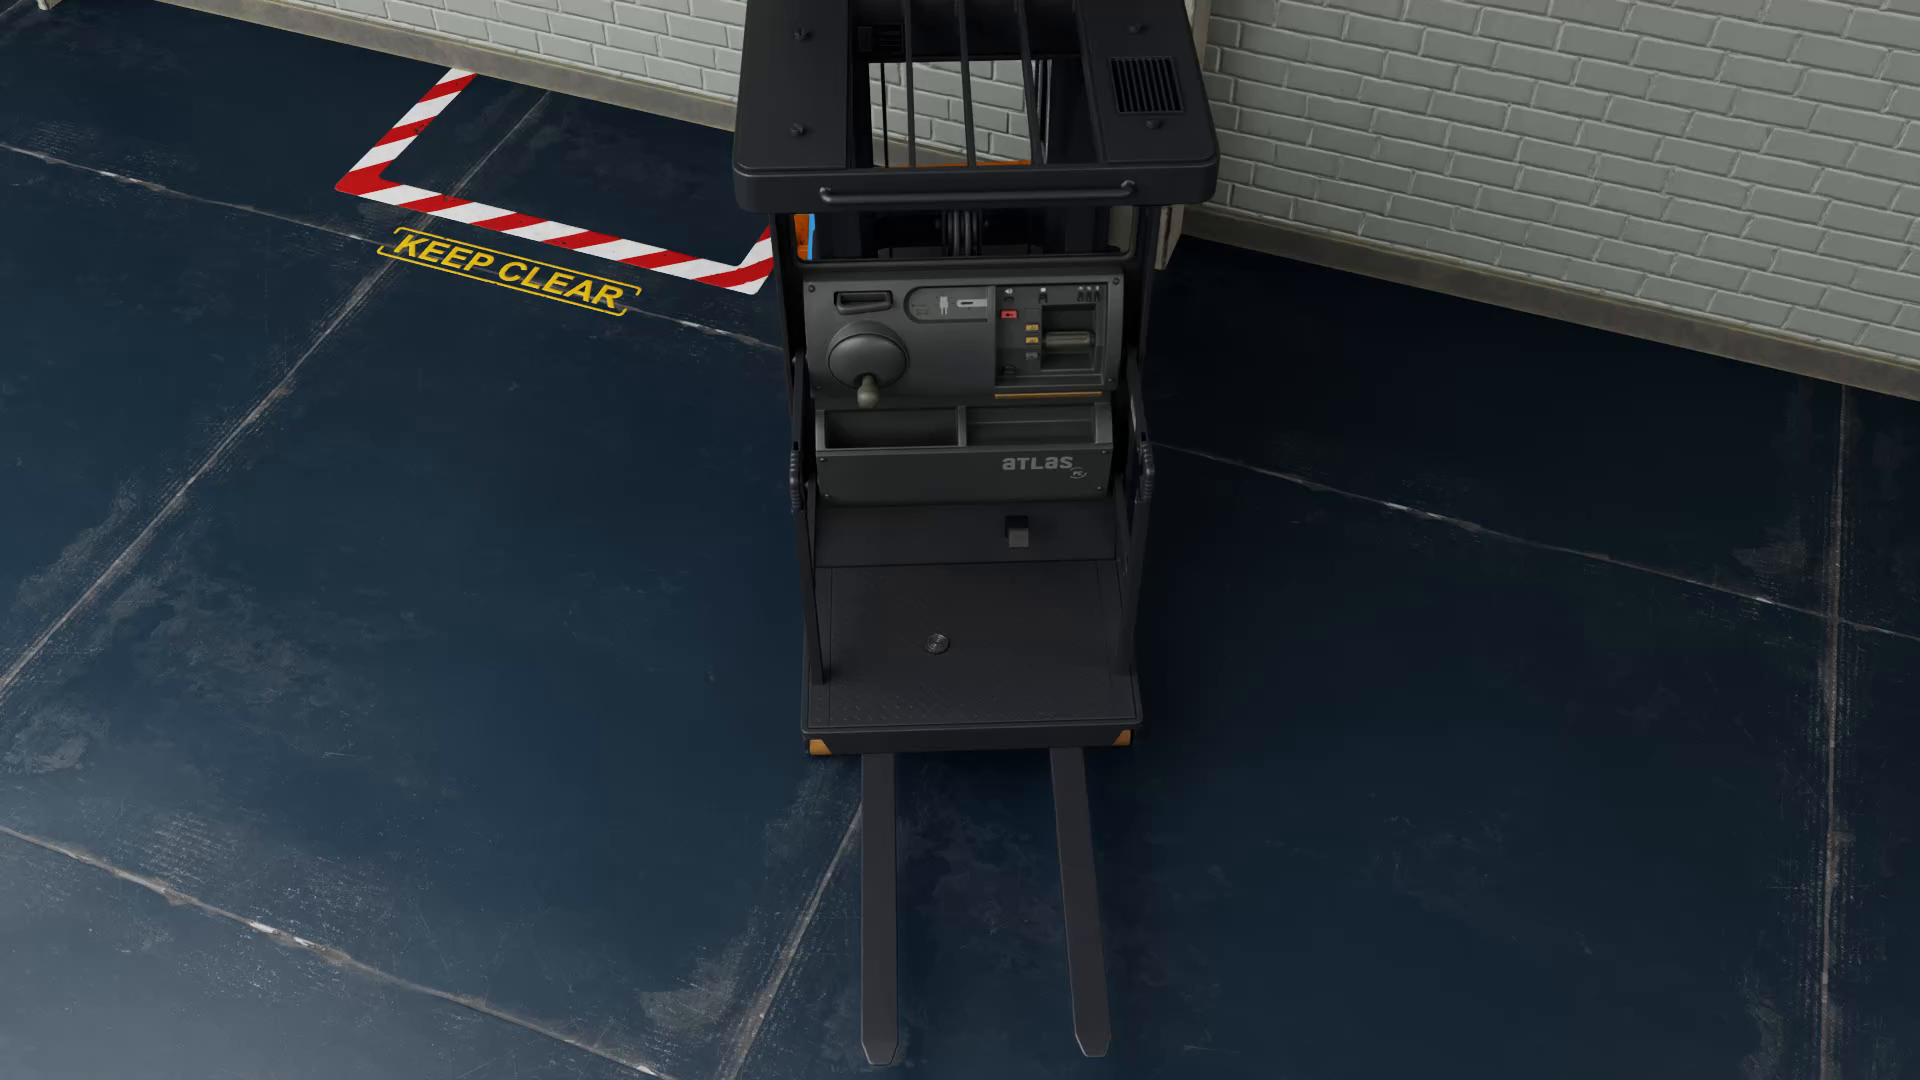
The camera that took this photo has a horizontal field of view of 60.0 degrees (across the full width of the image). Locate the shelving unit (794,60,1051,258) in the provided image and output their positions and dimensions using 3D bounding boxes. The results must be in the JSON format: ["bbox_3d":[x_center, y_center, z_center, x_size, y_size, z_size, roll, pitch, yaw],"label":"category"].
[{"bbox_3d":[-0.156,-1.390,6.462,1.083,1.500,0.587,-3,49,-3],"label":"shelving unit"}]

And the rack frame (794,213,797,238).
[{"bbox_3d":[-0.672,-1.361,6.437,0.032,1.500,0.500,-3,49,-3],"label":"rack frame"}]

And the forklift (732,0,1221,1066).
[{"bbox_3d":[0.023,-0.490,4.735,1.130,2.935,3.031,-2,49,-1],"label":"forklift"}]

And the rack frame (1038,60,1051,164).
[{"bbox_3d":[0.342,-1.419,6.487,0.032,1.500,0.500,-3,49,-3],"label":"rack frame"}]

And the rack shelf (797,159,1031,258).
[{"bbox_3d":[-0.165,-1.272,6.598,1.000,0.185,0.538,-3,49,-3],"label":"rack shelf"}]

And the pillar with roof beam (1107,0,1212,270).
[{"bbox_3d":[-0.732,-1.236,1.366,0.400,9.000,9.100,16,51,13],"label":"pillar with roof beam"}]
